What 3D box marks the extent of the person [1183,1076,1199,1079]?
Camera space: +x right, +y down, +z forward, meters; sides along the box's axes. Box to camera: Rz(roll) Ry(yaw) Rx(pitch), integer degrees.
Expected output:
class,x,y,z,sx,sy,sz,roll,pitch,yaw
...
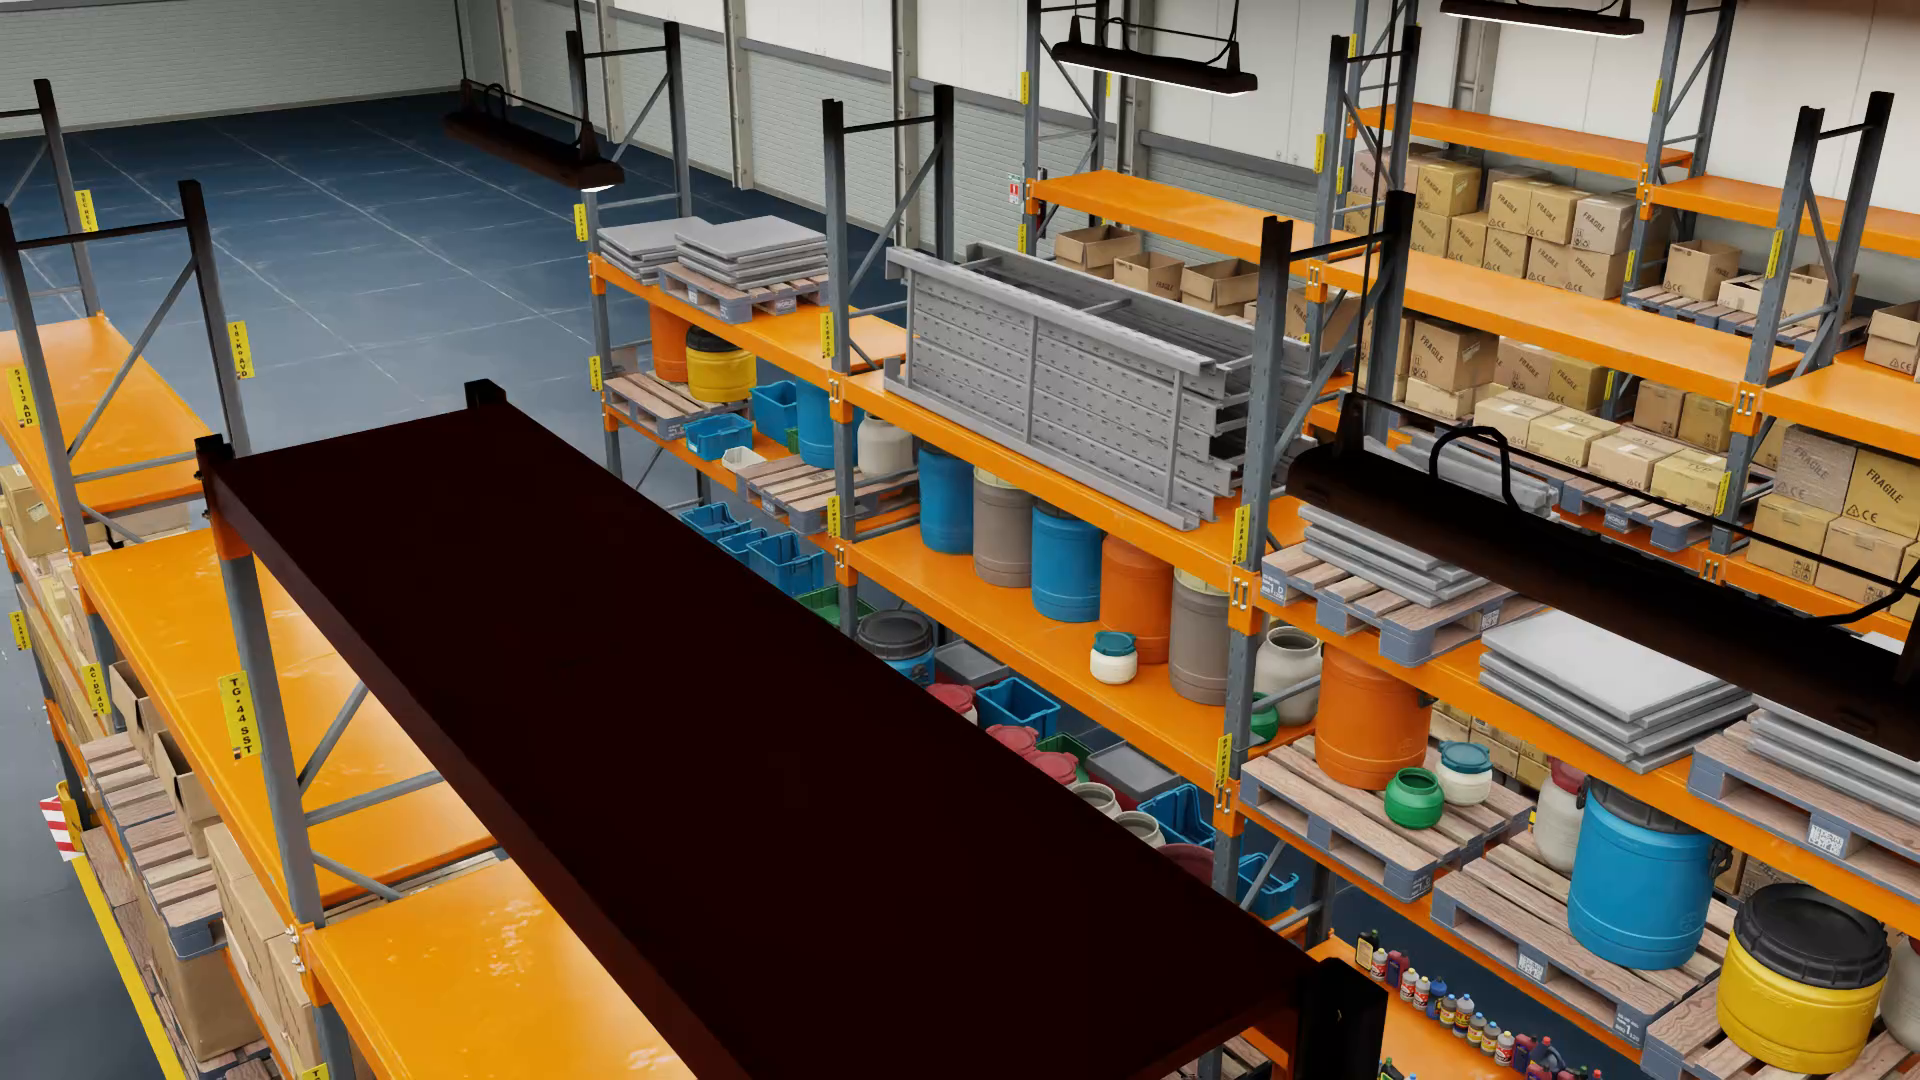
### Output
class,x,y,z,sx,sy,sz,roll,pitch,yaw
person,1.238,3.604,9.239,0.498,1.611,1.082,-20,31,-36
